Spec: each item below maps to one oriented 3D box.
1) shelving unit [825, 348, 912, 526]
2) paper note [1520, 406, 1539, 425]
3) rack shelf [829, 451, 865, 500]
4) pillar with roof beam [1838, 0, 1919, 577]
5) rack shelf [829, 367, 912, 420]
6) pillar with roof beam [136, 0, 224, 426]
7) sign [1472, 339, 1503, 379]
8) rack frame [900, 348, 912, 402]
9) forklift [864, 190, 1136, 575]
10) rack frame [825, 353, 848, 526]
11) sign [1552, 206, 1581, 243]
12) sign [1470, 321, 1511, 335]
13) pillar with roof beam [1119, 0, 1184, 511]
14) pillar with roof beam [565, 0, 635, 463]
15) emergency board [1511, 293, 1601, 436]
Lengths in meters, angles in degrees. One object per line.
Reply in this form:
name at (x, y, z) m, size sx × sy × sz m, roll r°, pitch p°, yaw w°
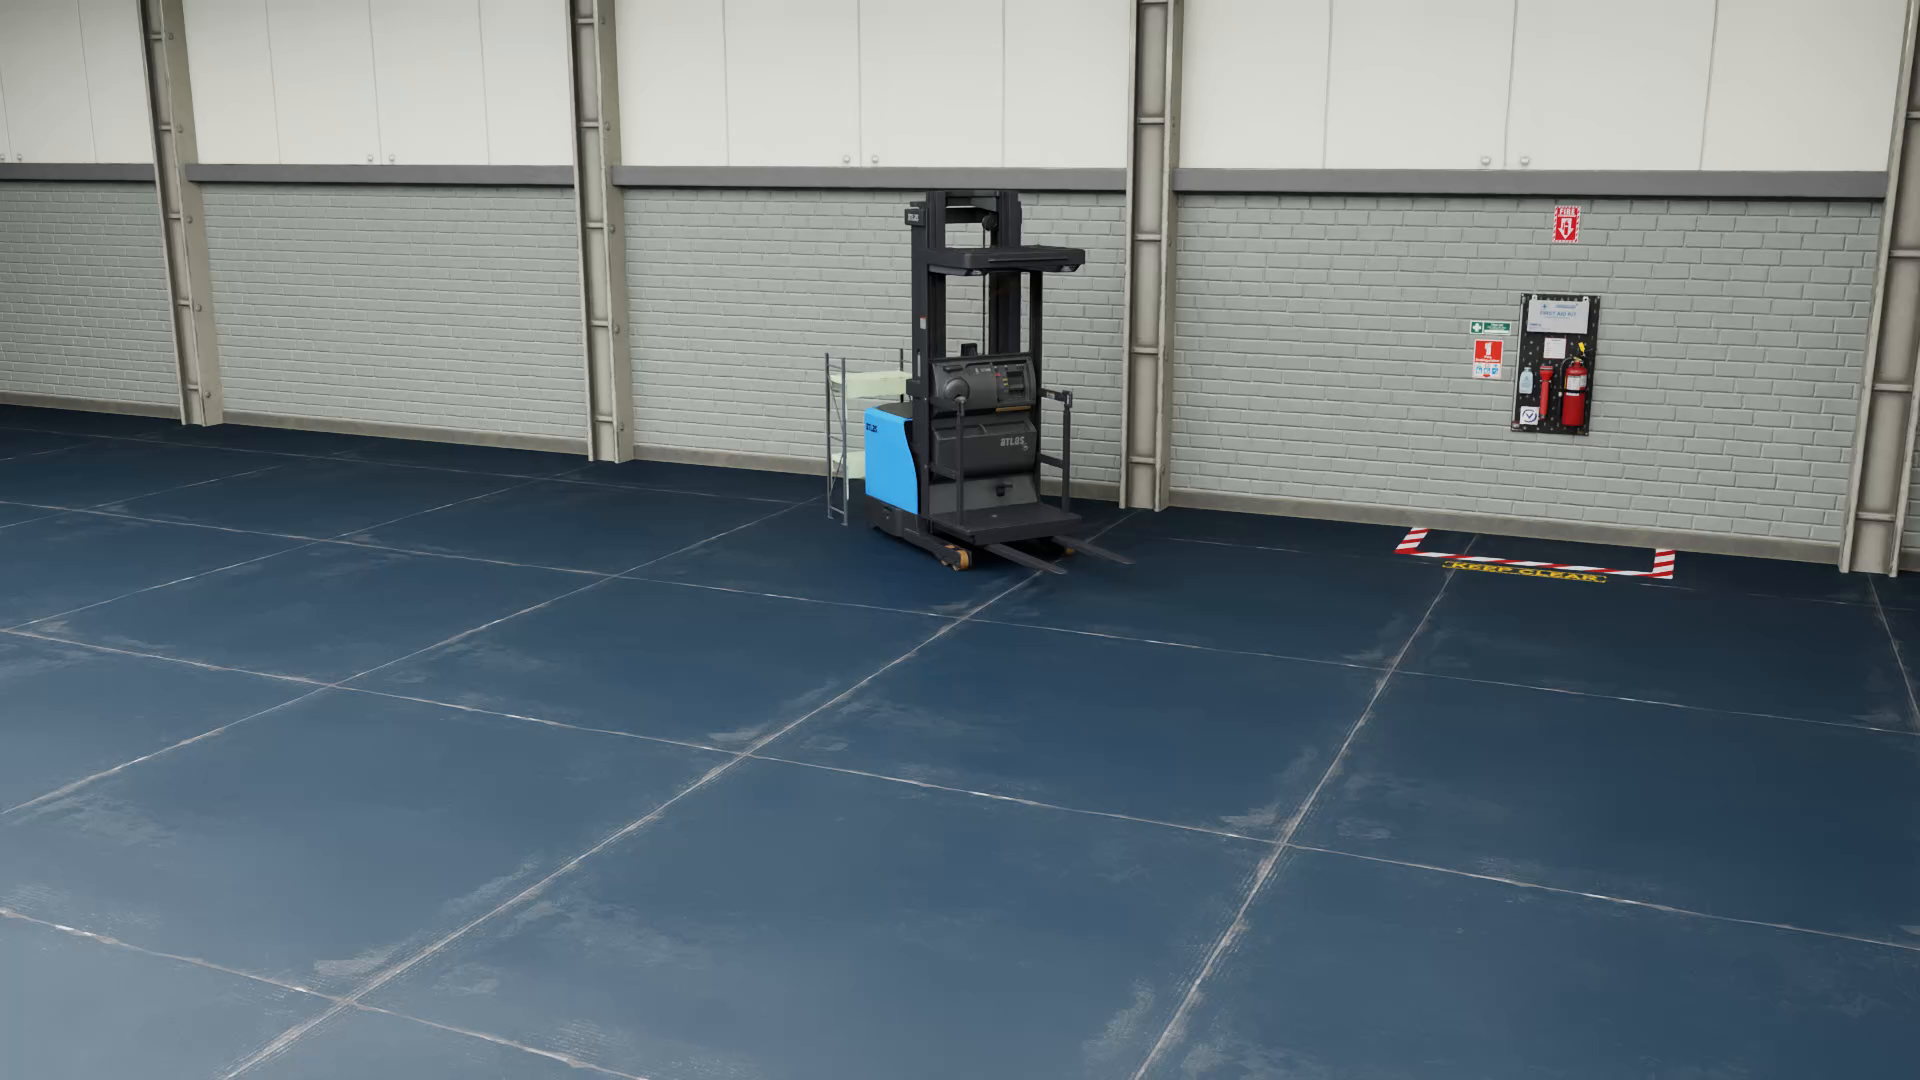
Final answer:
shelving unit at (-0.774, -0.934, 14.953) m, size 0.755 × 1.500 × 0.431 m, roll -7°, pitch 15°, yaw -27°
paper note at (4.835, -1.057, 14.122) m, size 0.142 × 0.148 × 0.016 m, roll 6°, pitch 14°, yaw 23°
rack shelf at (-0.774, -0.617, 15.027) m, size 0.720 × 0.370 × 0.431 m, roll -7°, pitch 15°, yaw -27°
pillar with roof beam at (5.470, -3.240, 8.364) m, size 0.400 × 9.000 × 9.100 m, roll 6°, pitch 14°, yaw 23°
rack shelf at (-0.774, -1.314, 14.864) m, size 0.720 × 0.370 × 0.431 m, roll -7°, pitch 15°, yaw -27°
pillar with roof beam at (-10.988, -4.906, 15.462) m, size 0.400 × 9.000 × 9.100 m, roll 6°, pitch 14°, yaw 23°
sign at (4.506, -1.545, 14.196) m, size 0.234 × 0.329 × 0.001 m, roll 6°, pitch 14°, yaw 23°
rack frame at (-0.449, -0.973, 15.116) m, size 0.023 × 1.500 × 0.400 m, roll -7°, pitch 15°, yaw -27°
forklift at (0.304, -1.301, 13.382) m, size 1.130 × 2.935 × 3.031 m, roll -7°, pitch 15°, yaw -28°
rack frame at (-1.099, -0.896, 14.789) m, size 0.023 × 1.500 × 0.400 m, roll -7°, pitch 15°, yaw -27°
sign at (5.002, -2.605, 13.717) m, size 0.199 × 0.298 × 0.001 m, roll 6°, pitch 14°, yaw 23°
sign at (4.506, -1.801, 14.126) m, size 0.331 × 0.109 × 0.001 m, roll 6°, pitch 14°, yaw 23°
pillar with roof beam at (-0.016, -3.795, 10.730) m, size 0.400 × 9.000 × 9.100 m, roll 6°, pitch 14°, yaw 23°
pillar with roof beam at (-5.502, -4.350, 13.096) m, size 0.400 × 9.000 × 9.100 m, roll 6°, pitch 14°, yaw 23°
emergency board at (4.969, -1.455, 13.890) m, size 0.643 × 1.169 × 0.194 m, roll 6°, pitch 14°, yaw 23°
